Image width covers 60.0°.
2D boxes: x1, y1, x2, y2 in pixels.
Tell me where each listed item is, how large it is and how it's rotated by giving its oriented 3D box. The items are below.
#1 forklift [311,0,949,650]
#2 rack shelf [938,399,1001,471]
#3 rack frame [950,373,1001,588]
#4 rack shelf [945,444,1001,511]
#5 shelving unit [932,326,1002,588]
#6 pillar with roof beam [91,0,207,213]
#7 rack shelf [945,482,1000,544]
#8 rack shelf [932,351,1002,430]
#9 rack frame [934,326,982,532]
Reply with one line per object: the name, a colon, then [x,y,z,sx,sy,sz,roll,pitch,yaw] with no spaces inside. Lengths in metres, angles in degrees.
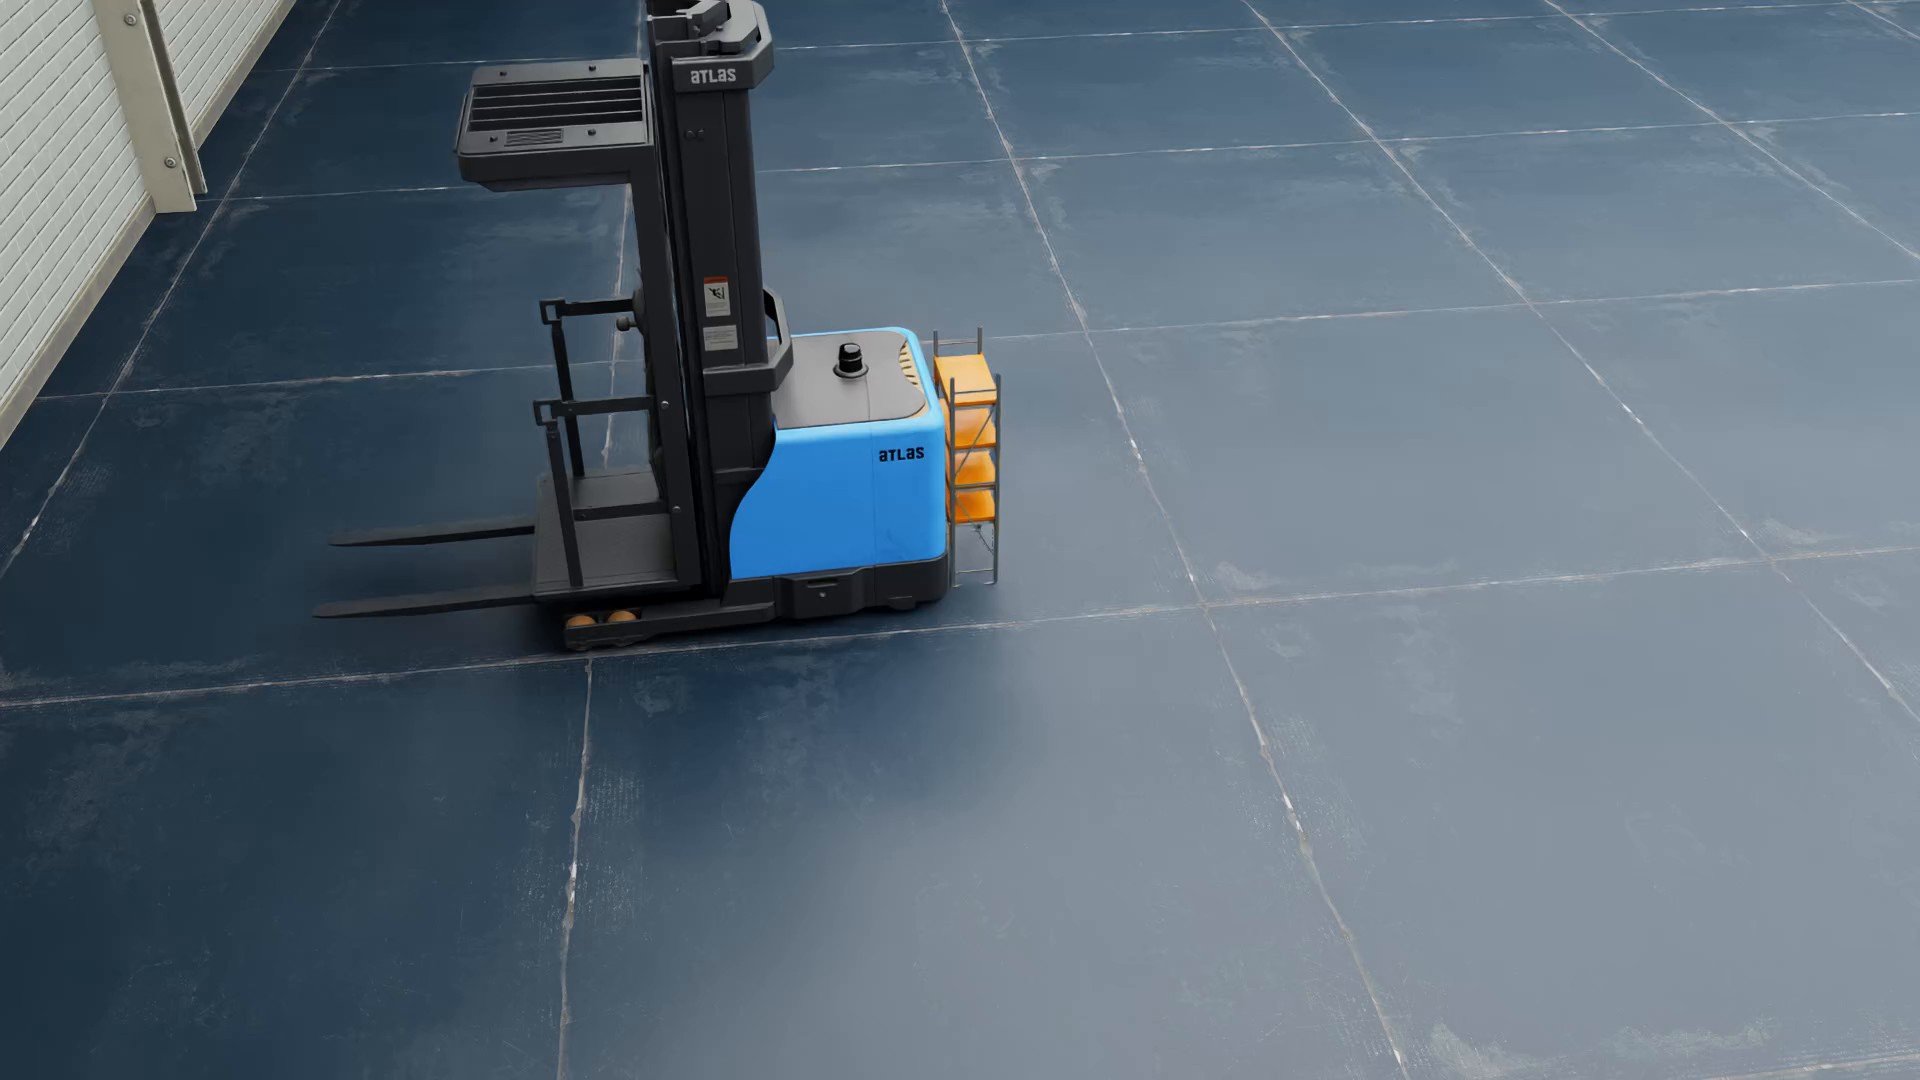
forklift: [-1.624,-1.005,7.622,3.031,2.935,1.130,-6,35,-8]
rack shelf: [0.031,-0.533,8.188,0.258,0.148,0.480,-6,35,-8]
rack frame: [0.073,-0.268,8.077,0.240,1.200,0.015,-6,35,-8]
rack shelf: [0.031,-0.348,8.314,0.258,0.148,0.480,-6,35,-8]
shelving unit: [0.031,-0.403,8.276,0.258,1.200,0.503,-6,35,-8]
pillar with roof beam: [-1.585,-6.583,10.419,9.100,9.000,0.400,-4,35,-6]
rack shelf: [0.031,-0.183,8.425,0.258,0.148,0.480,-6,35,-8]
rack shelf: [0.031,-0.728,8.055,0.258,0.148,0.480,-6,35,-8]
rack frame: [-0.010,-0.539,8.475,0.240,1.200,0.015,-6,35,-8]
